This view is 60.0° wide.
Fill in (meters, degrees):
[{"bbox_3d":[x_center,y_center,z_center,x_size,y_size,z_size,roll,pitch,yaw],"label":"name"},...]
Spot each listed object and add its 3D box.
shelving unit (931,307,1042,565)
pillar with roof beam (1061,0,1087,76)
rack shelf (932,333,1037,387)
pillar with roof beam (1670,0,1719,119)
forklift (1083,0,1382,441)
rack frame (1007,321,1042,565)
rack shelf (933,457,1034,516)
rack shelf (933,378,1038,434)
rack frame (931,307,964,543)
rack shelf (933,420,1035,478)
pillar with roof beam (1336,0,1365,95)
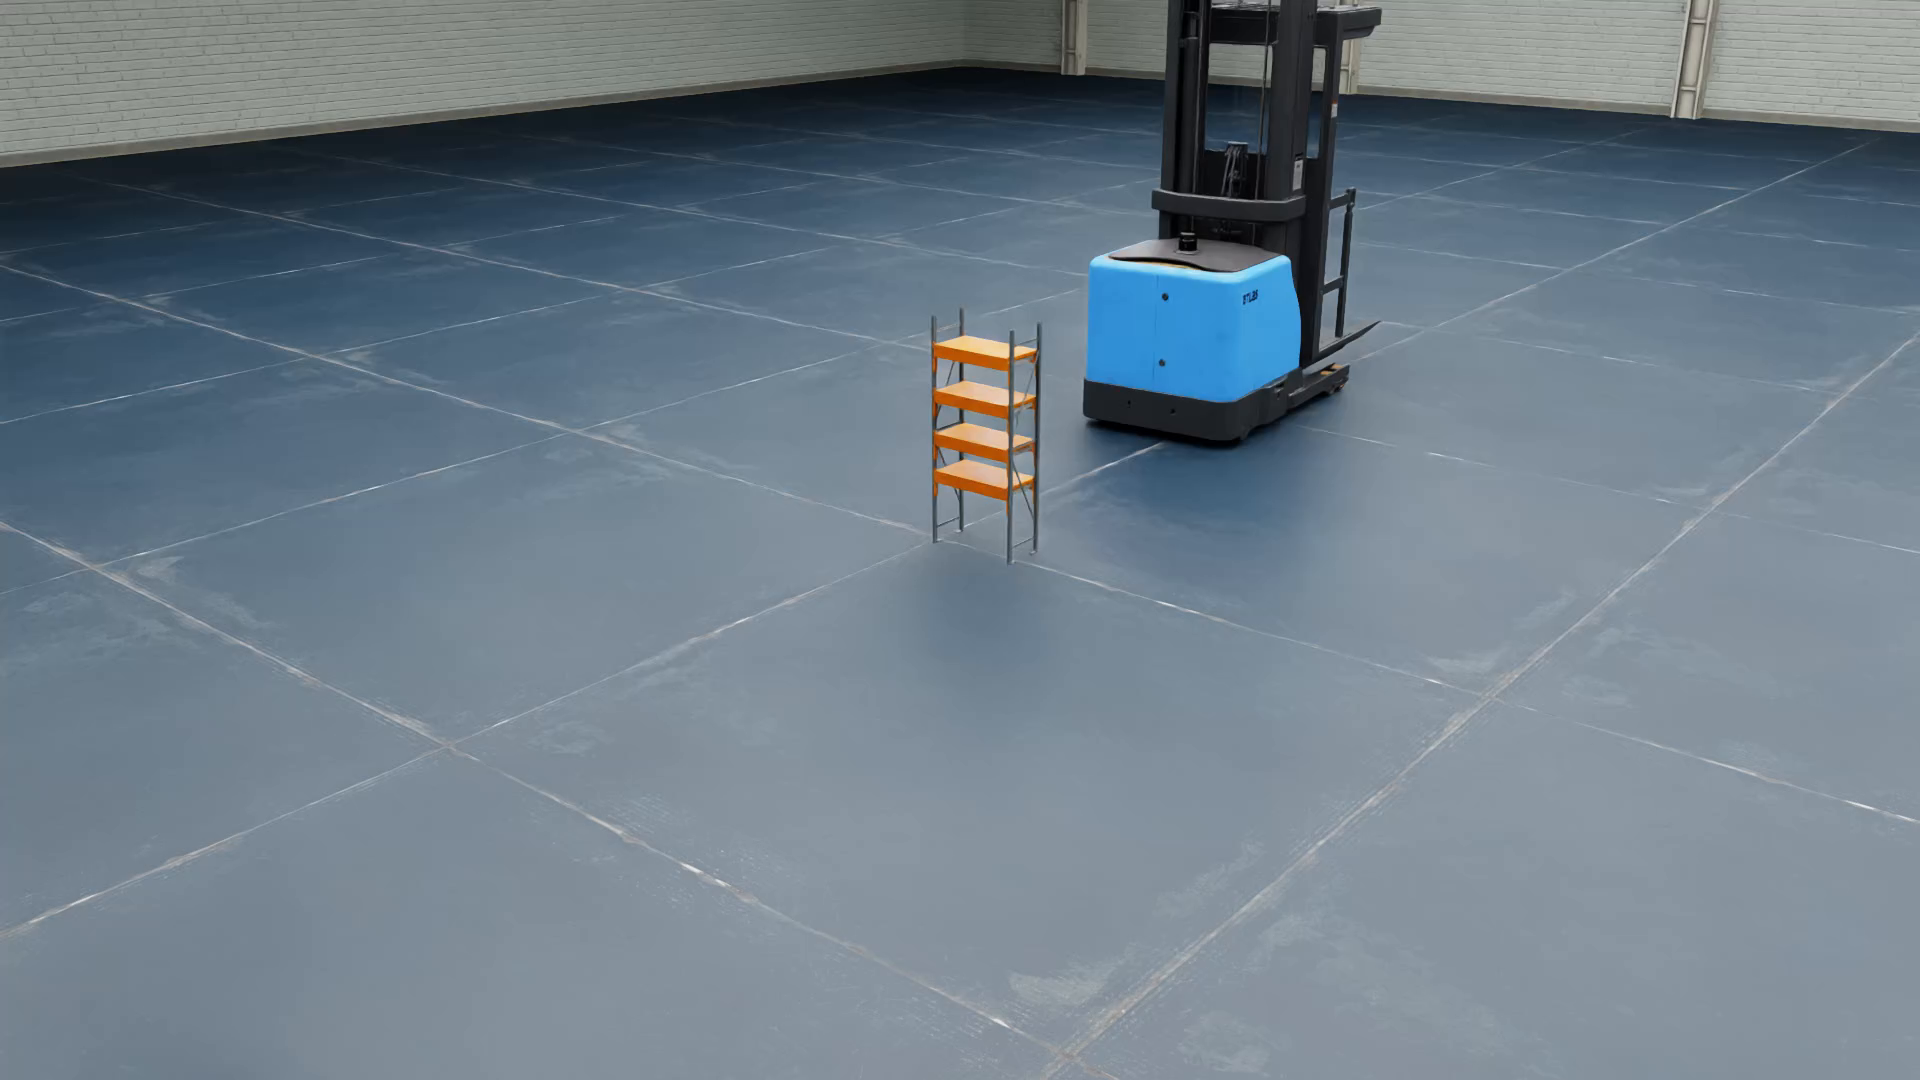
[{"bbox_3d":[0.128,-0.524,8.359,0.503,1.200,0.258,16,26,36],"label":"shelving unit"},{"bbox_3d":[-0.428,-12.457,28.948,0.400,9.000,9.100,16,26,36],"label":"pillar with roof beam"},{"bbox_3d":[0.128,-0.892,8.220,0.480,0.148,0.258,16,26,36],"label":"rack shelf"},{"bbox_3d":[8.868,-9.780,21.849,0.400,9.000,9.100,16,26,36],"label":"pillar with roof beam"},{"bbox_3d":[2.020,-2.436,10.973,1.130,2.935,3.031,13,24,31],"label":"forklift"},{"bbox_3d":[0.317,-0.470,8.214,0.015,1.200,0.240,16,26,36],"label":"rack frame"},{"bbox_3d":[0.128,-0.276,8.452,0.480,0.148,0.258,16,26,36],"label":"rack shelf"},{"bbox_3d":[0.128,-0.671,8.303,0.480,0.148,0.258,16,26,36],"label":"rack shelf"},{"bbox_3d":[-0.061,-0.579,8.503,0.015,1.200,0.240,16,26,36],"label":"rack frame"},{"bbox_3d":[0.128,-0.462,8.382,0.480,0.148,0.258,16,26,36],"label":"rack shelf"},{"bbox_3d":[4.220,-11.118,25.398,0.400,9.000,9.100,16,26,36],"label":"pillar with roof beam"}]
